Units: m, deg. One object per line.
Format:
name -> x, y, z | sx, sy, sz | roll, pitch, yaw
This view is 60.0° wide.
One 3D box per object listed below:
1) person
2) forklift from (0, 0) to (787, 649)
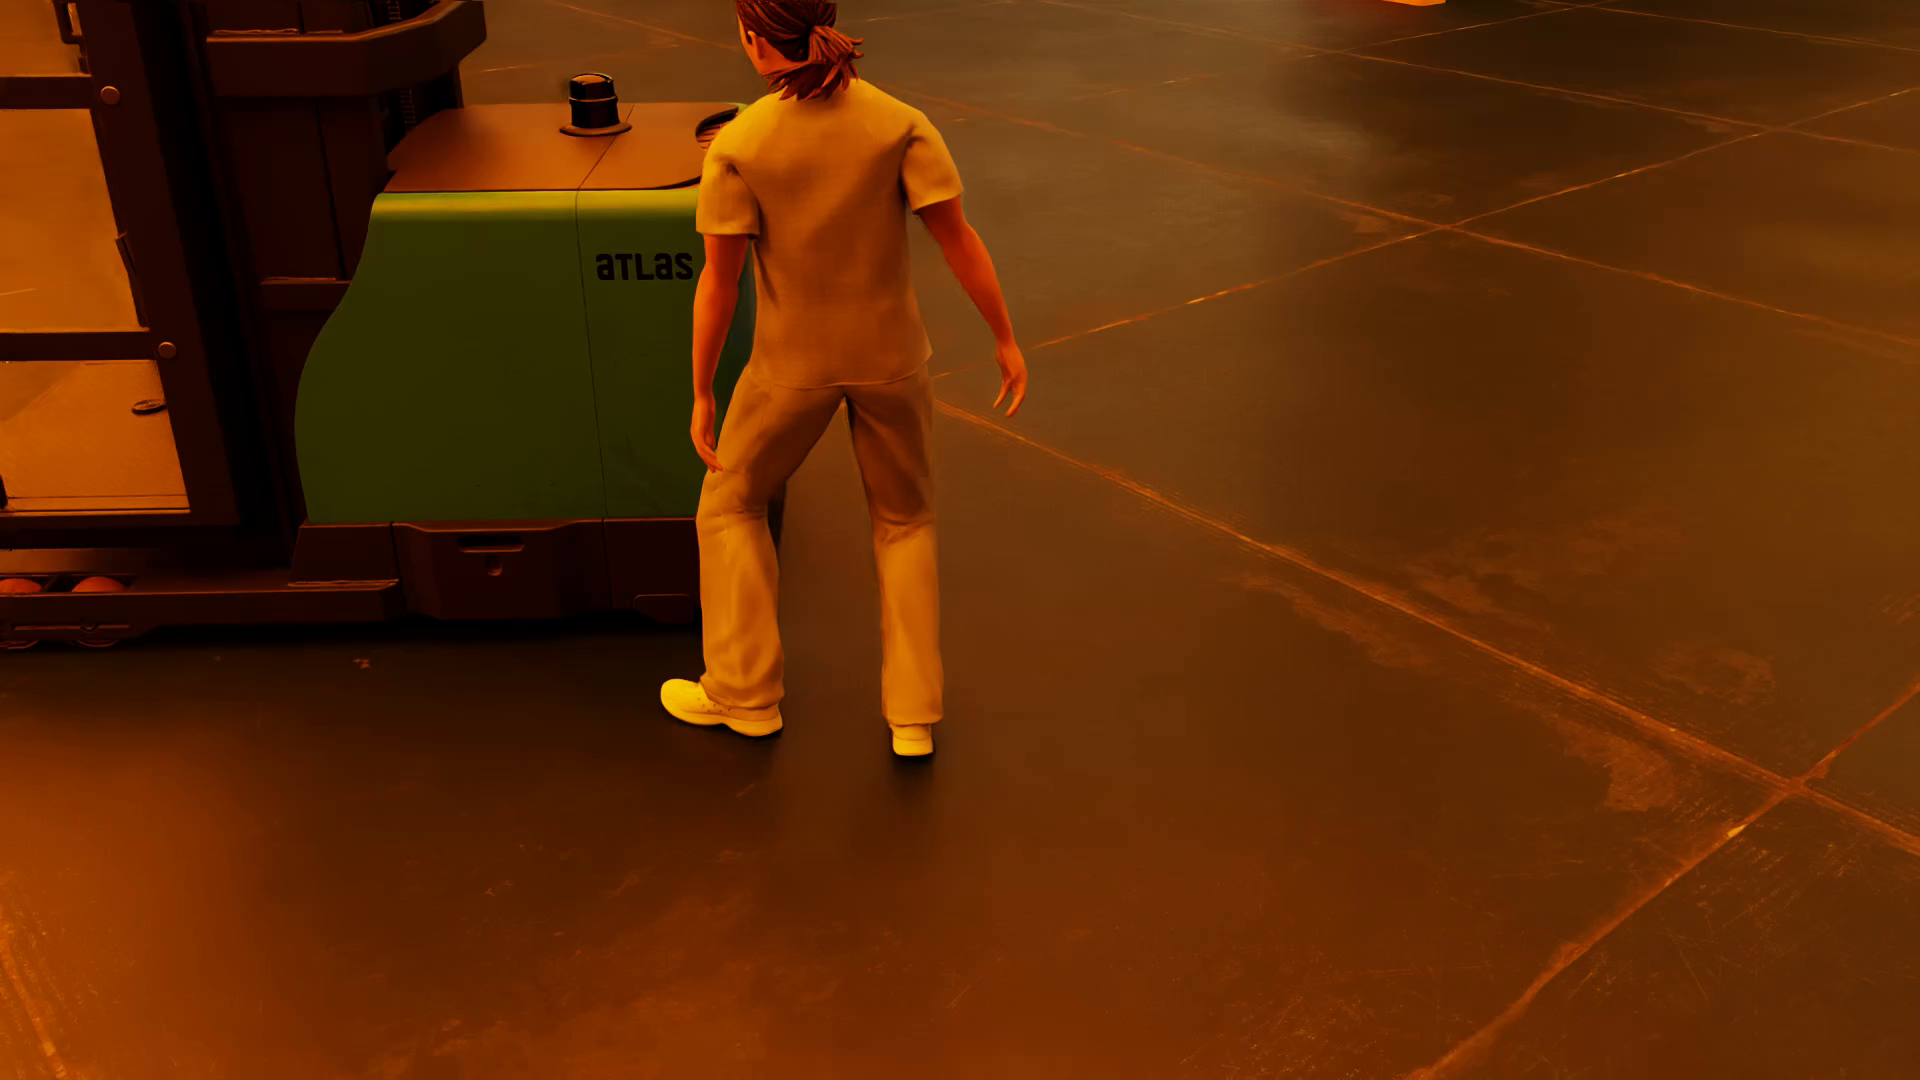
person -> -0.264, -0.316, 3.351 | 0.799, 1.646, 0.424 | -3, 27, -6
forklift -> -1.992, -1.292, 3.808 | 3.031, 2.935, 1.130 | -1, 26, -2
